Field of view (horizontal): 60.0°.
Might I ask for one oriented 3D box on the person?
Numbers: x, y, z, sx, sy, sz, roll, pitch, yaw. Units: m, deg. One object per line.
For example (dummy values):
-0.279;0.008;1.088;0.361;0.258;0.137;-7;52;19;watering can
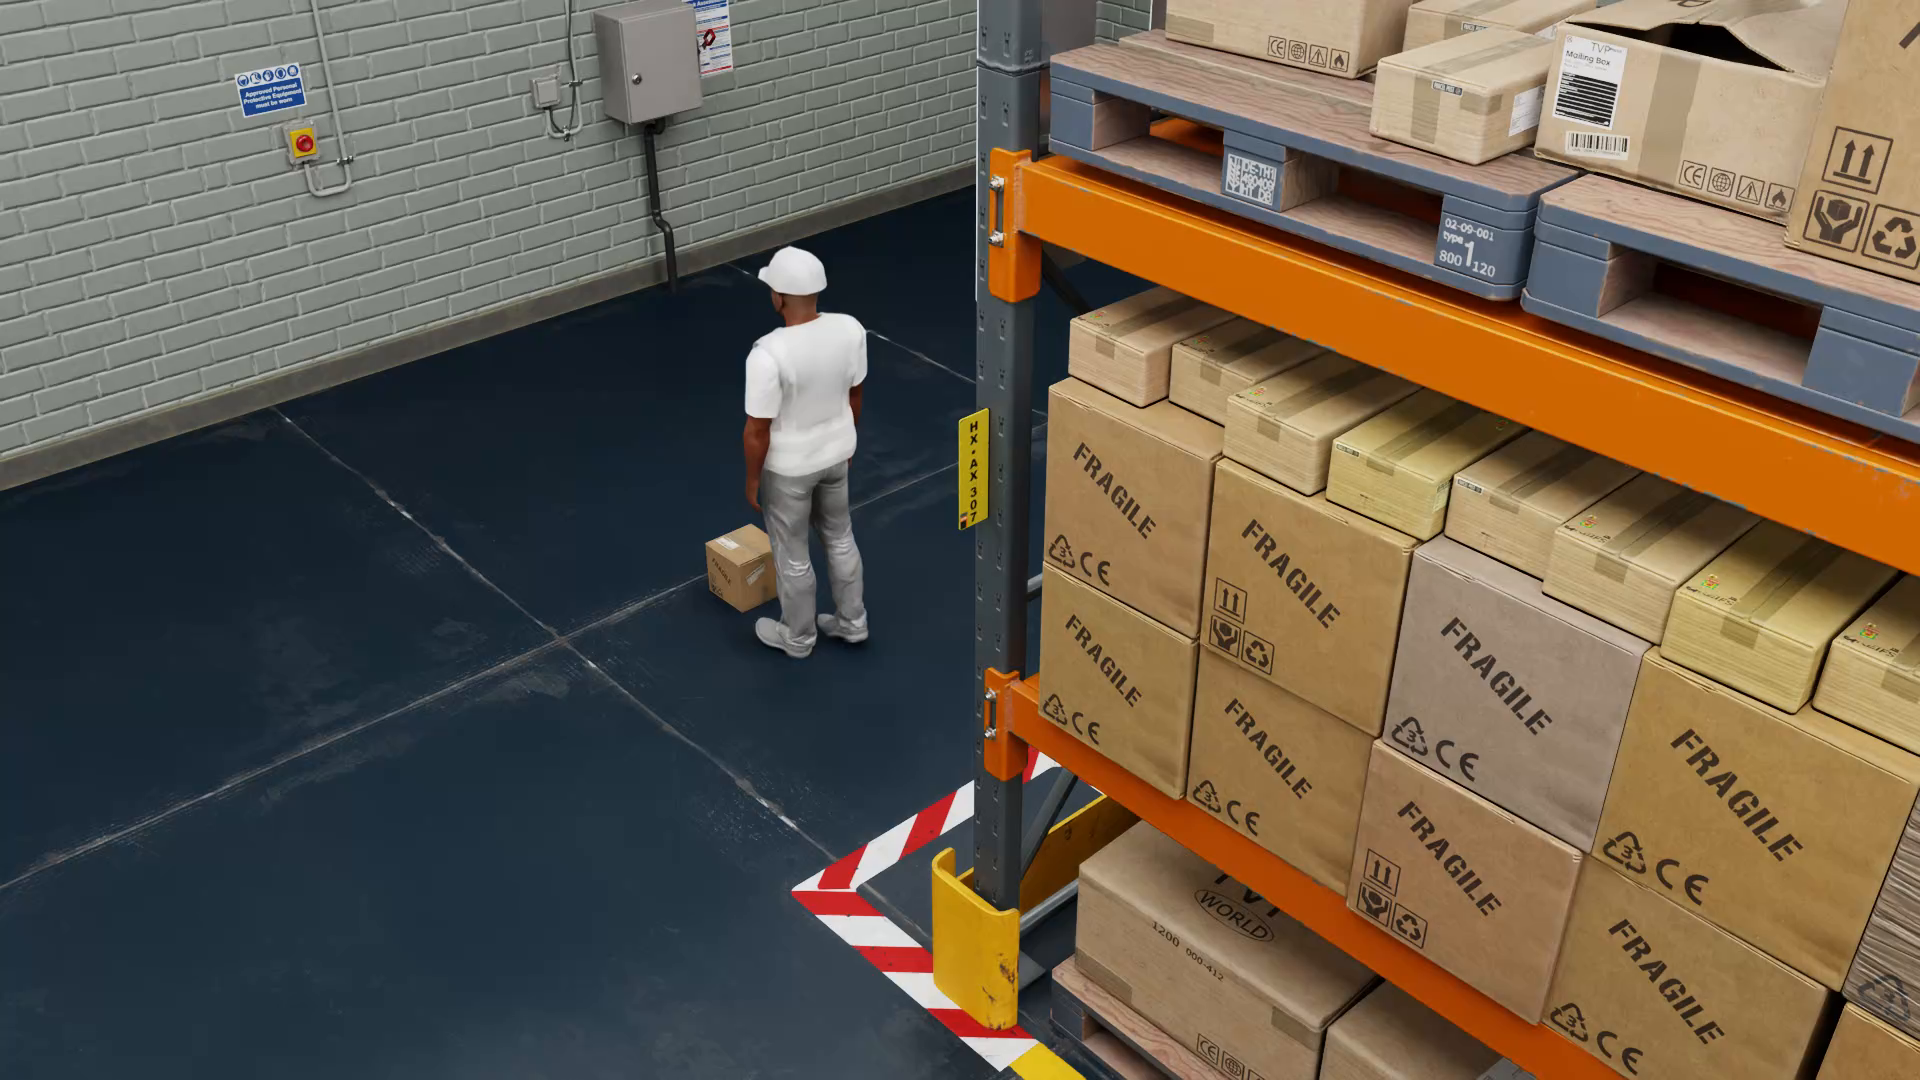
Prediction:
-0.632;-0.321;6.656;0.566;1.798;0.402;-25;39;-34;person
